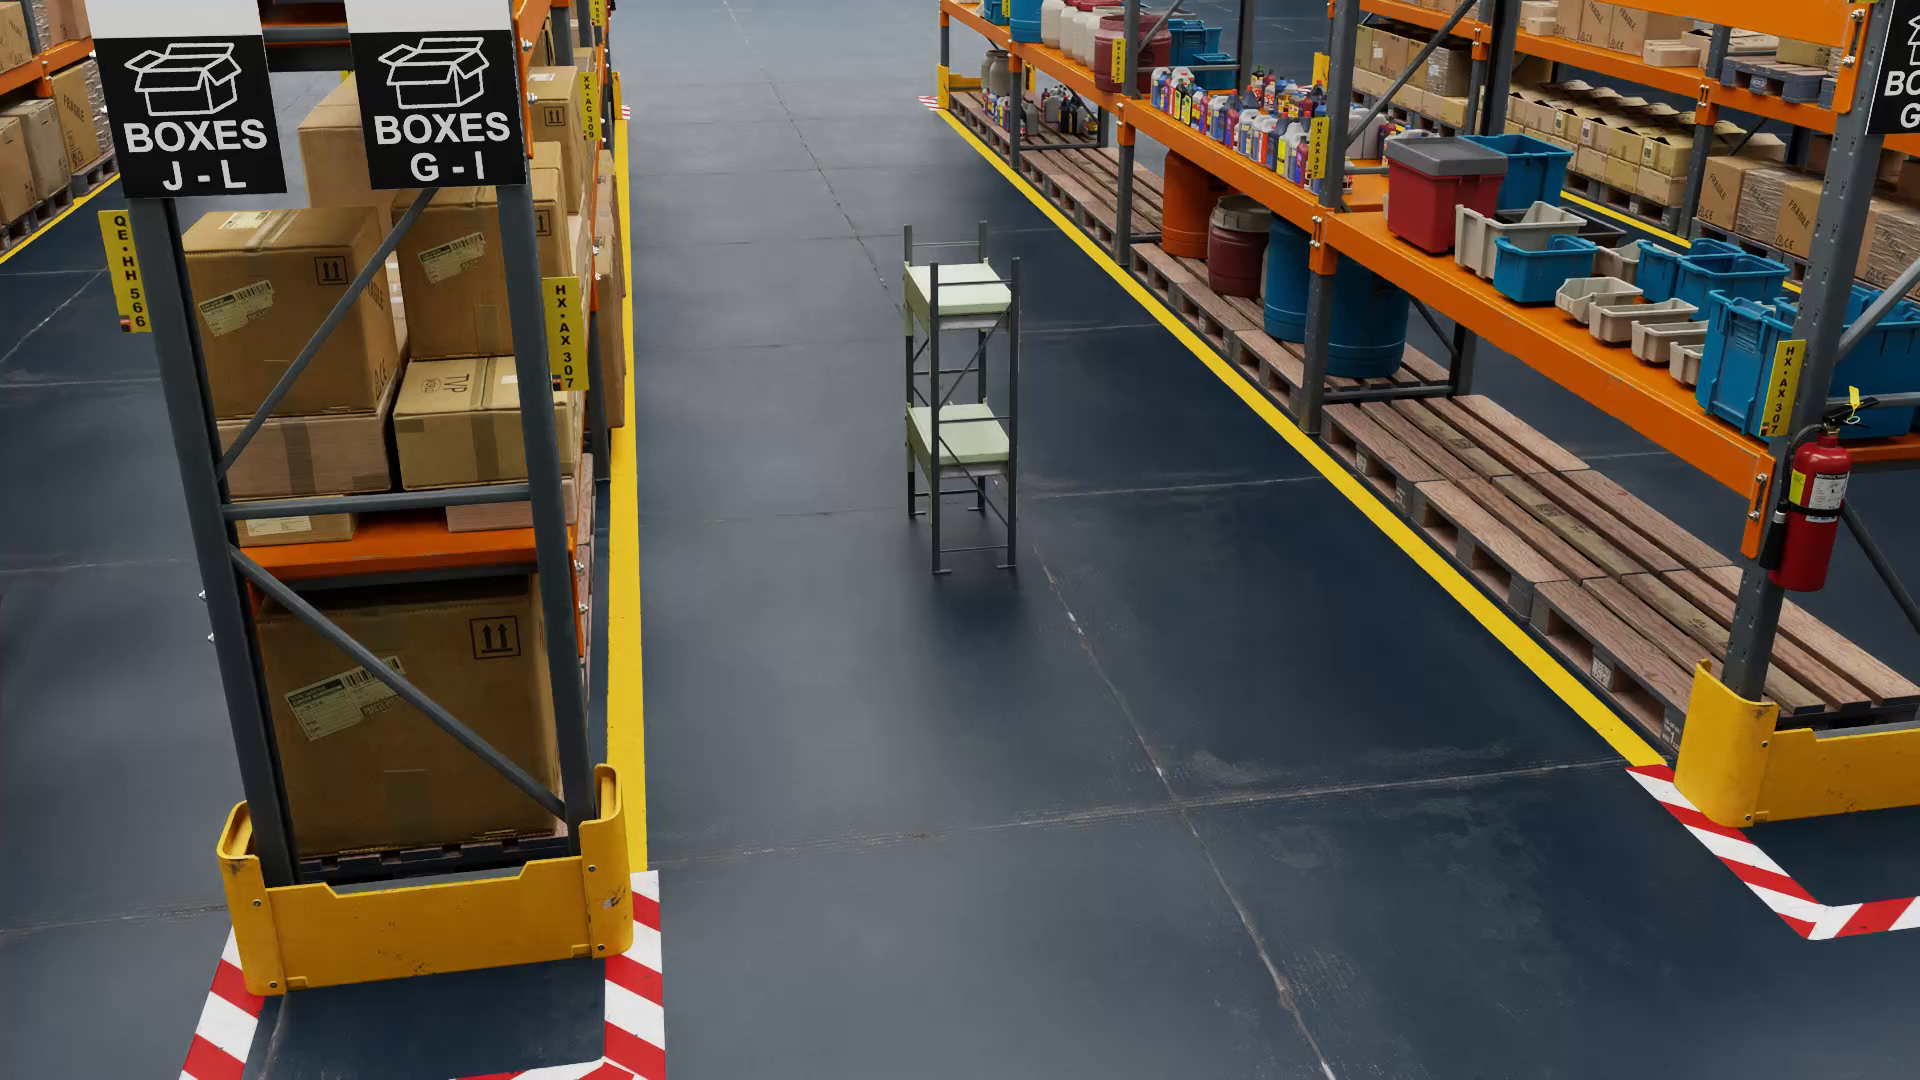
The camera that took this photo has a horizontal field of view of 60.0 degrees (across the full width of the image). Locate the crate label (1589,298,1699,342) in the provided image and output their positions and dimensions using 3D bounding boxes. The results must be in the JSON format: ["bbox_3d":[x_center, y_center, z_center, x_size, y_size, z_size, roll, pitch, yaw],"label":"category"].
[{"bbox_3d":[2.780,-0.903,6.824,0.396,0.136,0.243,-4,24,-10],"label":"crate label"}]

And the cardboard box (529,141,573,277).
[{"bbox_3d":[-1.662,-1.120,5.945,0.500,0.500,0.500,-5,24,-11],"label":"cardboard box"}]

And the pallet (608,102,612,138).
[{"bbox_3d":[-4.473,-4.763,18.892,1.003,0.211,1.213,-4,24,-10],"label":"pallet"}]

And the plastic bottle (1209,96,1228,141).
[{"bbox_3d":[1.763,-2.816,11.106,0.152,0.276,0.135,-4,24,-10],"label":"plastic bottle"}]

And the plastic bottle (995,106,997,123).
[{"bbox_3d":[0.432,-4.649,18.093,0.097,0.201,0.097,0,24,0],"label":"plastic bottle"}]

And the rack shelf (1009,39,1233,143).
[{"bbox_3d":[1.374,-4.070,14.720,1.077,0.370,4.000,-4,24,-10],"label":"rack shelf"}]

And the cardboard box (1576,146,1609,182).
[{"bbox_3d":[6.087,-3.500,15.426,0.500,0.250,0.500,-4,24,-9],"label":"cardboard box"}]

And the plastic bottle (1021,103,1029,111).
[{"bbox_3d":[0.708,-4.468,17.586,0.152,0.276,0.135,-4,24,-10],"label":"plastic bottle"}]

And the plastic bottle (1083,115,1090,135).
[{"bbox_3d":[1.339,-4.343,17.393,0.097,0.201,0.097,0,24,0],"label":"plastic bottle"}]

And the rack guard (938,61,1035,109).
[{"bbox_3d":[0.325,-5.588,20.419,1.175,0.500,0.348,-4,24,-10],"label":"rack guard"}]

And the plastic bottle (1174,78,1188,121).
[{"bbox_3d":[1.572,-3.127,11.808,0.061,0.283,0.133,-4,24,-10],"label":"plastic bottle"}]

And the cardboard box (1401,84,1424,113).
[{"bbox_3d":[5.383,-5.043,18.960,0.500,0.250,0.500,-4,24,-10],"label":"cardboard box"}]

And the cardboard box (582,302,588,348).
[{"bbox_3d":[-1.721,-0.857,6.777,0.380,0.149,0.250,-4,24,-9],"label":"cardboard box"}]

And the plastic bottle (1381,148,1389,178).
[{"bbox_3d":[2.586,-2.286,9.985,0.097,0.201,0.097,0,24,0],"label":"plastic bottle"}]

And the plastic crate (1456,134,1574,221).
[{"bbox_3d":[2.905,-1.901,8.801,0.392,0.384,0.575,-4,24,-10],"label":"plastic crate"}]

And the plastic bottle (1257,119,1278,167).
[{"bbox_3d":[1.932,-2.456,10.280,0.152,0.276,0.135,-4,24,-10],"label":"plastic bottle"}]

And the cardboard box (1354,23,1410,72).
[{"bbox_3d":[5.108,-5.977,20.161,0.500,0.500,0.500,-4,24,-10],"label":"cardboard box"}]

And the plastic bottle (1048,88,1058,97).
[{"bbox_3d":[1.055,-4.922,18.625,0.152,0.276,0.135,-4,24,-9],"label":"plastic bottle"}]

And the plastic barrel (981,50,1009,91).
[{"bbox_3d":[0.462,-5.559,19.814,0.421,0.512,0.421,0,24,0],"label":"plastic barrel"}]

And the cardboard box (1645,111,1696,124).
[{"bbox_3d":[6.607,-3.802,15.417,0.500,0.311,0.500,-5,24,-11],"label":"cardboard box"}]

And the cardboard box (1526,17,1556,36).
[{"bbox_3d":[5.836,-5.073,16.431,0.380,0.149,0.250,-4,24,-10],"label":"cardboard box"}]

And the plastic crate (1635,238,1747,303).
[{"bbox_3d":[3.202,-1.174,7.325,0.416,0.233,0.300,-4,24,-10],"label":"plastic crate"}]

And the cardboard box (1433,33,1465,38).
[{"bbox_3d":[5.816,-5.623,19.350,0.500,0.500,0.500,-4,24,-10],"label":"cardboard box"}]

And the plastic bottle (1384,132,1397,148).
[{"bbox_3d":[2.674,-2.427,10.307,0.097,0.201,0.097,0,24,0],"label":"plastic bottle"}]

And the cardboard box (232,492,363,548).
[{"bbox_3d":[-2.034,-0.100,5.046,0.380,0.149,0.250,-4,24,-9],"label":"cardboard box"}]

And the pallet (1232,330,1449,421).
[{"bbox_3d":[2.382,-1.068,10.432,1.003,0.211,1.213,-4,24,-10],"label":"pallet"}]

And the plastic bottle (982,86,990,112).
[{"bbox_3d":[0.294,-4.975,18.752,0.097,0.271,0.097,0,24,0],"label":"plastic bottle"}]

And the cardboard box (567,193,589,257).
[{"bbox_3d":[-1.946,-1.383,7.485,0.500,0.250,0.500,-4,24,-8],"label":"cardboard box"}]

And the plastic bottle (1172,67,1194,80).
[{"bbox_3d":[1.656,-3.373,12.381,0.152,0.276,0.135,-4,24,-10],"label":"plastic bottle"}]

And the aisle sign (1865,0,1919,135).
[{"bbox_3d":[2.949,-1.608,4.935,0.394,0.787,0.004,-4,24,-10],"label":"aisle sign"}]

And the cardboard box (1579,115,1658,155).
[{"bbox_3d":[6.081,-3.758,15.317,0.500,0.311,0.500,-4,24,-10],"label":"cardboard box"}]

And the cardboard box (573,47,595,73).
[{"bbox_3d":[-2.789,-3.116,11.513,0.500,0.500,0.500,-4,24,-8],"label":"cardboard box"}]

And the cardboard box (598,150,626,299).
[{"bbox_3d":[-3.016,-2.192,11.651,1.225,0.875,0.875,-5,24,-12],"label":"cardboard box"}]

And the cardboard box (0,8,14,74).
[{"bbox_3d":[-8.304,-4.154,13.889,0.500,0.500,0.500,-5,24,-10],"label":"cardboard box"}]

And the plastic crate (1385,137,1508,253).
[{"bbox_3d":[2.402,-1.727,8.301,0.402,0.464,0.583,-4,24,-10],"label":"plastic crate"}]

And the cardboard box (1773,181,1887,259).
[{"bbox_3d":[6.606,-2.431,12.641,0.500,0.500,0.500,-5,24,-10],"label":"cardboard box"}]

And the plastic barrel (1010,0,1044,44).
[{"bbox_3d":[0.778,-5.242,15.877,0.600,0.901,0.708,-4,24,-10],"label":"plastic barrel"}]

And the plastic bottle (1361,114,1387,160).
[{"bbox_3d":[2.601,-2.557,10.512,0.152,0.276,0.135,-4,24,-10],"label":"plastic bottle"}]

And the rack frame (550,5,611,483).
[{"bbox_3d":[-2.384,-1.673,8.333,1.000,3.000,0.127,-4,24,-10],"label":"rack frame"}]

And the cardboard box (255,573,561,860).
[{"bbox_3d":[-1.841,0.436,5.634,0.875,0.875,0.875,-4,24,-10],"label":"cardboard box"}]

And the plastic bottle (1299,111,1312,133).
[{"bbox_3d":[2.100,-2.438,10.145,0.144,0.351,0.185,-4,24,-10],"label":"plastic bottle"}]

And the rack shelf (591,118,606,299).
[{"bbox_3d":[-2.754,-2.130,10.278,1.077,0.370,4.000,-4,24,-10],"label":"rack shelf"}]

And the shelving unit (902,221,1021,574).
[{"bbox_3d":[-0.001,-0.690,7.956,0.431,1.500,0.755,-4,24,-10],"label":"shelving unit"}]

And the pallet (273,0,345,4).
[{"bbox_3d":[-1.792,-1.725,4.814,1.003,0.211,1.213,-4,24,-10],"label":"pallet"}]

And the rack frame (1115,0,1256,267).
[{"bbox_3d":[1.744,-3.613,12.775,1.000,3.000,0.127,-4,24,-10],"label":"rack frame"}]

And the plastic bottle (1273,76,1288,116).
[{"bbox_3d":[2.320,-3.212,12.018,0.097,0.271,0.097,0,24,0],"label":"plastic bottle"}]

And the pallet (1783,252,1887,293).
[{"bbox_3d":[6.936,-1.925,12.393,1.003,0.211,1.213,-4,24,-10],"label":"pallet"}]

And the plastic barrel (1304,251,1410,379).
[{"bbox_3d":[2.400,-1.486,10.001,0.600,0.901,0.708,-4,24,-10],"label":"plastic barrel"}]

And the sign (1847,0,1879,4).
[{"bbox_3d":[2.686,-1.746,4.882,0.100,0.325,0.005,-4,24,-10],"label":"sign"}]

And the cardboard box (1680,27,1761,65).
[{"bbox_3d":[6.638,-4.303,14.467,0.500,0.311,0.500,-5,24,-10],"label":"cardboard box"}]

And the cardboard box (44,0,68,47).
[{"bbox_3d":[-8.960,-4.920,15.580,0.875,0.550,0.550,-4,24,-10],"label":"cardboard box"}]

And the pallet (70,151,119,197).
[{"bbox_3d":[-8.820,-3.519,16.044,1.003,0.211,1.213,-4,24,-10],"label":"pallet"}]
